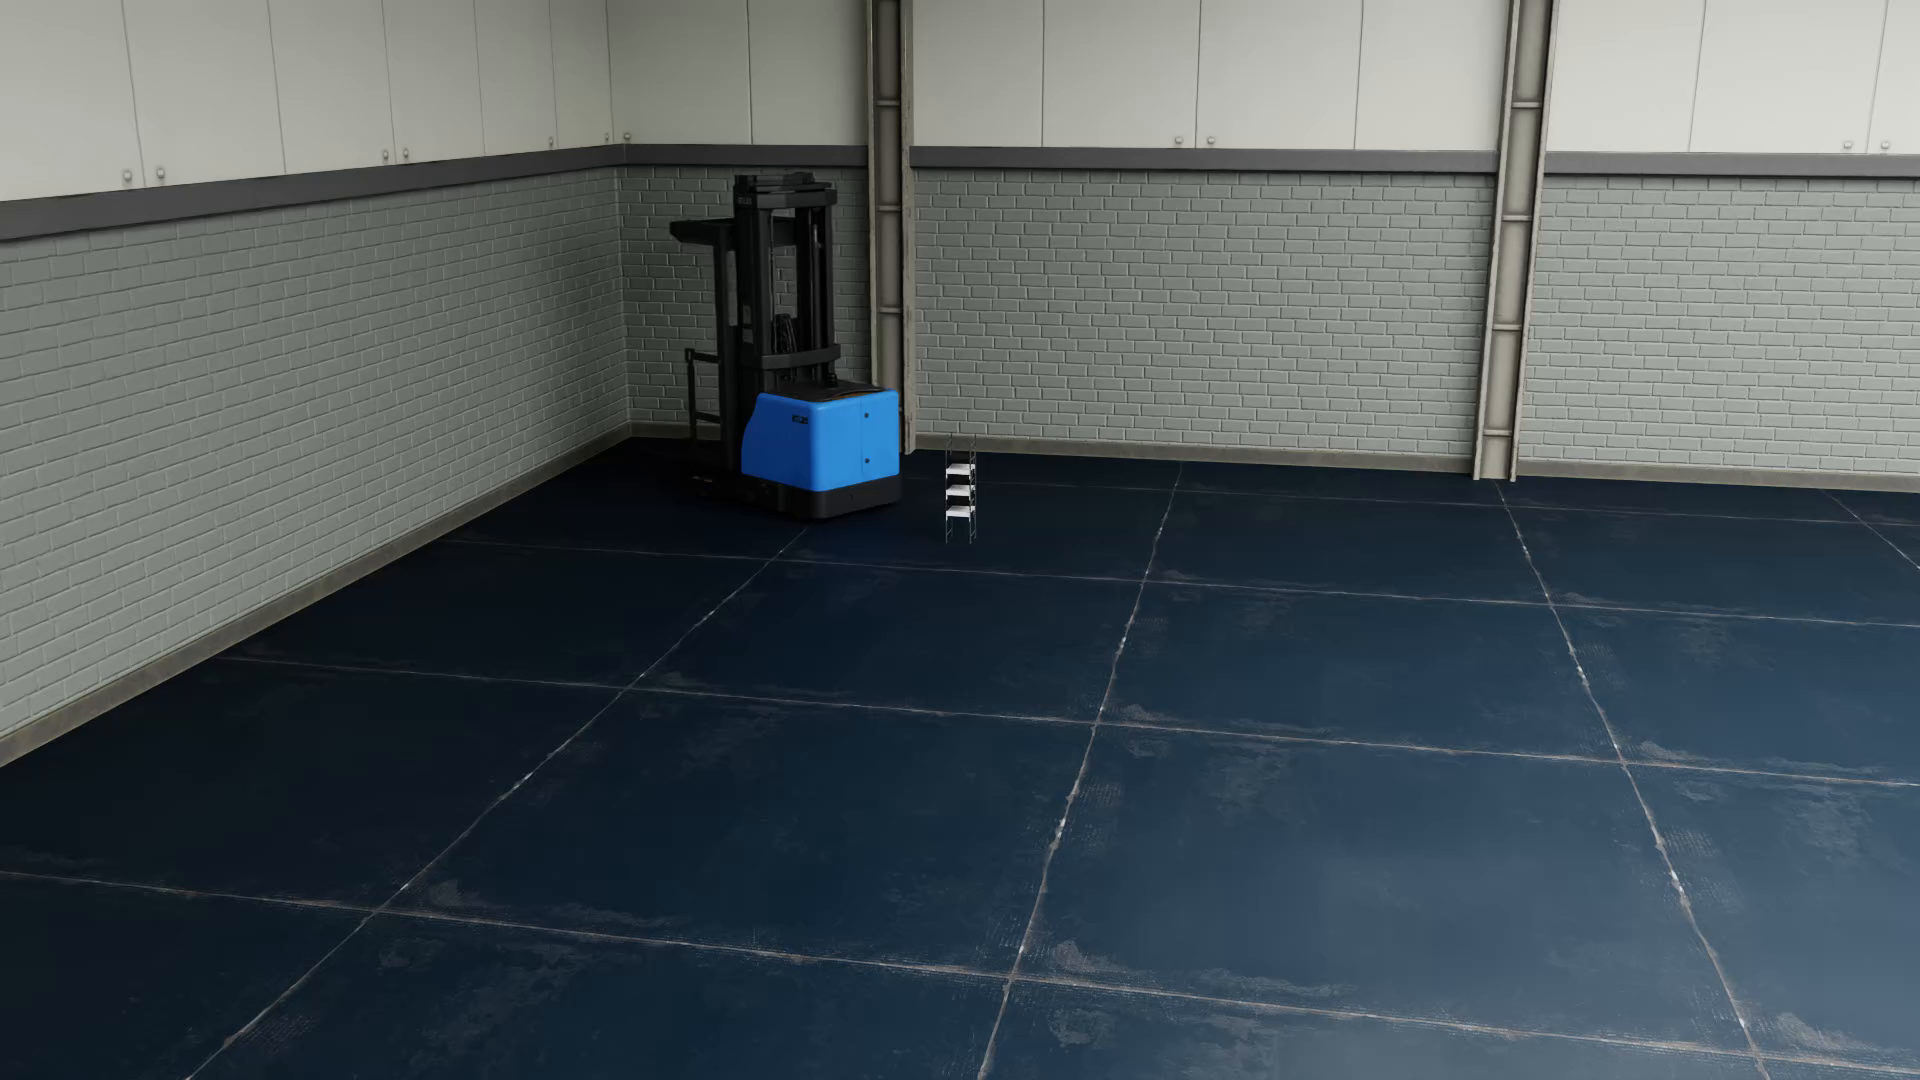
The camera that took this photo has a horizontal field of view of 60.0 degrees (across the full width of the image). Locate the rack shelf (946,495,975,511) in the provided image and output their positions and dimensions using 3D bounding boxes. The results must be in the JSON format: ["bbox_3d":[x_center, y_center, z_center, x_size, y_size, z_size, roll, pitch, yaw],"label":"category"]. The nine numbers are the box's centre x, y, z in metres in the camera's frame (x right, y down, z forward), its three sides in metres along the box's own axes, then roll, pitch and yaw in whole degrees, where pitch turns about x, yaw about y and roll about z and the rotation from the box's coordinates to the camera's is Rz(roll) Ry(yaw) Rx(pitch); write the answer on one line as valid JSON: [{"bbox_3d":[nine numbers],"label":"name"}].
[{"bbox_3d":[0.008,-0.314,13.903,0.200,0.077,0.258,3,16,11],"label":"rack shelf"}]

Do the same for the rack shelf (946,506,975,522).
[{"bbox_3d":[0.008,-0.228,13.927,0.200,0.077,0.258,3,16,11],"label":"rack shelf"}]

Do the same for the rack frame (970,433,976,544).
[{"bbox_3d":[0.108,-0.428,13.851,0.006,0.900,0.240,3,16,11],"label":"rack frame"}]

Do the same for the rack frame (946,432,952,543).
[{"bbox_3d":[-0.092,-0.439,13.890,0.006,0.900,0.240,3,16,11],"label":"rack frame"}]

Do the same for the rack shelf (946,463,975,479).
[{"bbox_3d":[0.008,-0.575,13.831,0.200,0.077,0.258,3,16,11],"label":"rack shelf"}]

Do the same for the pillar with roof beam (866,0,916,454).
[{"bbox_3d":[-1.544,-4.145,12.098,0.400,9.000,9.100,3,16,11],"label":"pillar with roof beam"}]

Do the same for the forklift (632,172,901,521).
[{"bbox_3d":[-1.936,-1.898,15.352,3.031,2.935,1.130,15,21,42],"label":"forklift"}]

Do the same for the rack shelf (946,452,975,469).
[{"bbox_3d":[0.008,-0.661,13.807,0.200,0.077,0.258,3,16,11],"label":"rack shelf"}]

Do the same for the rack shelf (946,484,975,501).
[{"bbox_3d":[0.008,-0.401,13.879,0.200,0.077,0.258,3,16,11],"label":"rack shelf"}]

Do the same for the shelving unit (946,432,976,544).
[{"bbox_3d":[0.008,-0.433,13.870,0.210,0.900,0.258,3,16,11],"label":"shelving unit"}]

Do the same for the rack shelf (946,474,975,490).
[{"bbox_3d":[0.008,-0.488,13.855,0.200,0.077,0.258,3,16,11],"label":"rack shelf"}]

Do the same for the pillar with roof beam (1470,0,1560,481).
[{"bbox_3d":[4.336,-3.826,10.946,0.400,9.000,9.100,3,16,11],"label":"pillar with roof beam"}]
